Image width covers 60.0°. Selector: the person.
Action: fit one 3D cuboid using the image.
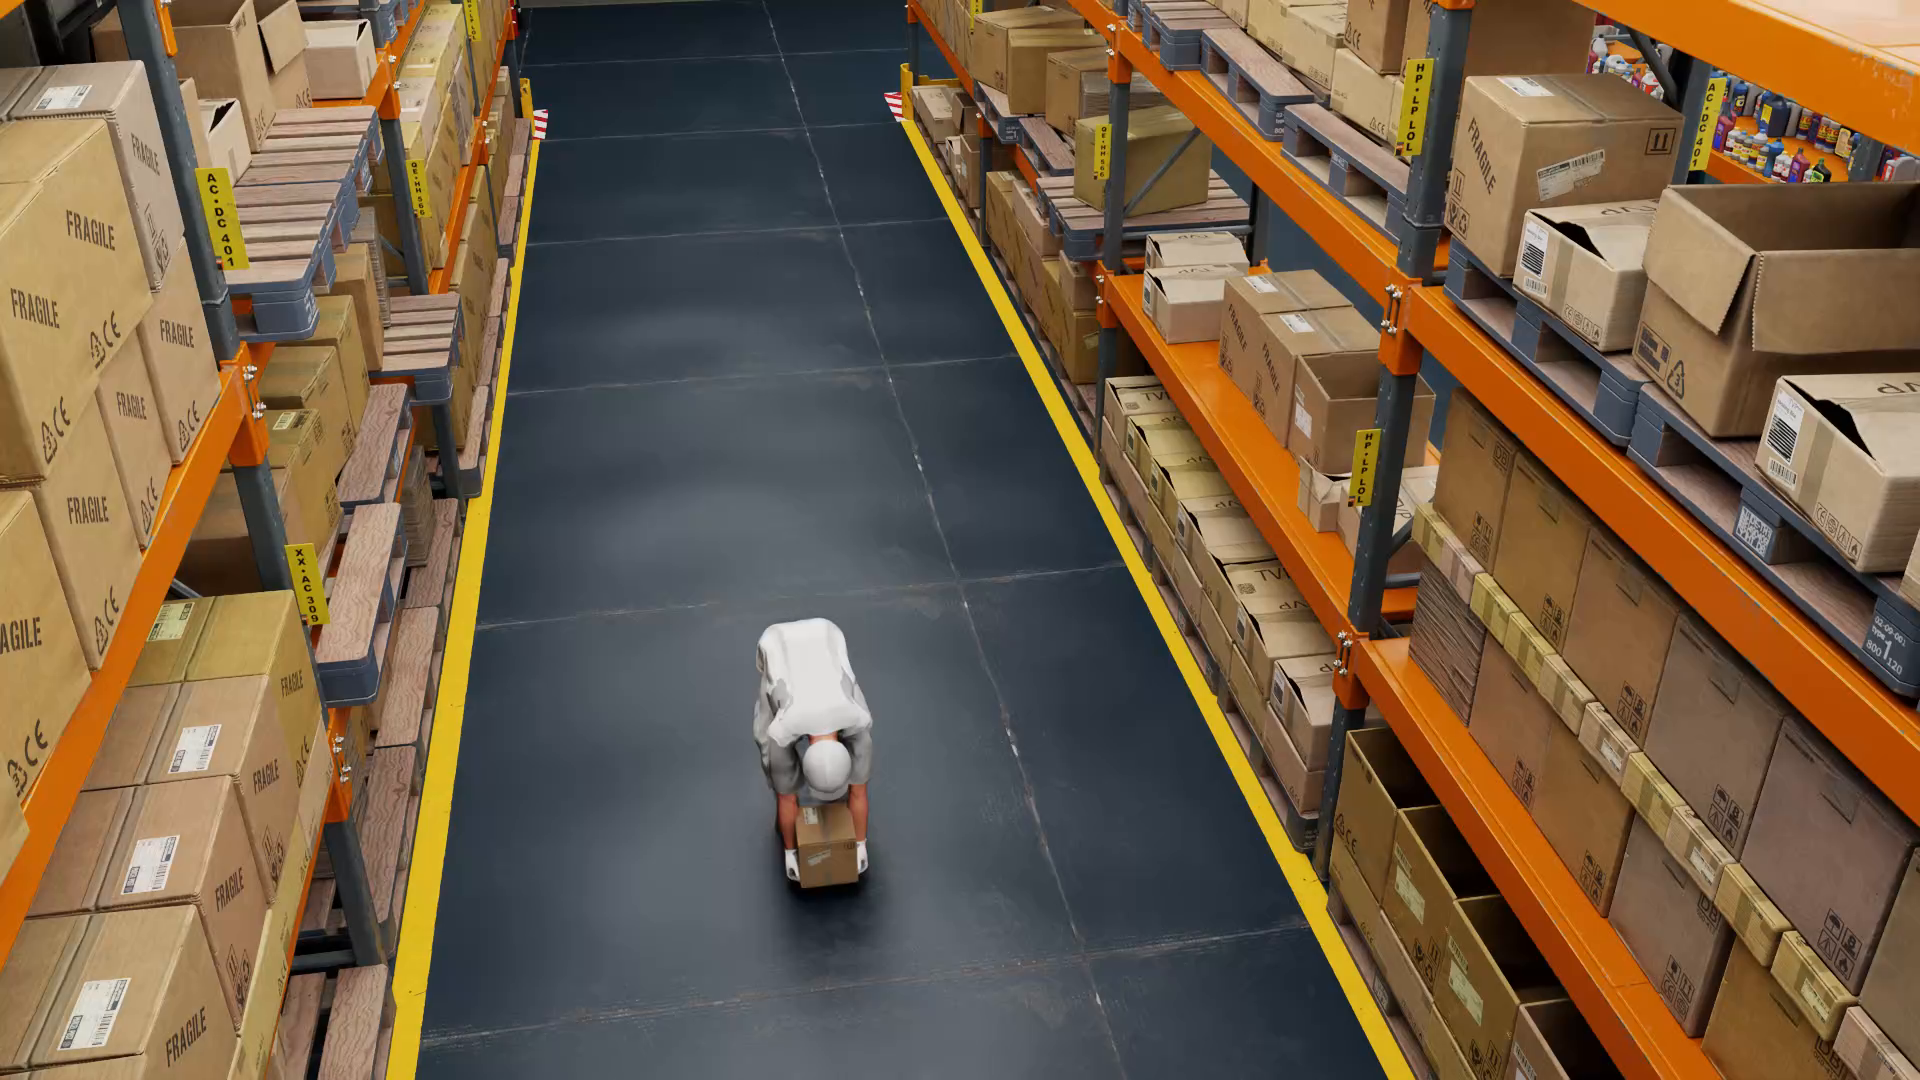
[{"bbox_3d":[-0.626,0.933,7.303,0.528,0.997,0.950,-7,31,-11],"label":"person"}]
